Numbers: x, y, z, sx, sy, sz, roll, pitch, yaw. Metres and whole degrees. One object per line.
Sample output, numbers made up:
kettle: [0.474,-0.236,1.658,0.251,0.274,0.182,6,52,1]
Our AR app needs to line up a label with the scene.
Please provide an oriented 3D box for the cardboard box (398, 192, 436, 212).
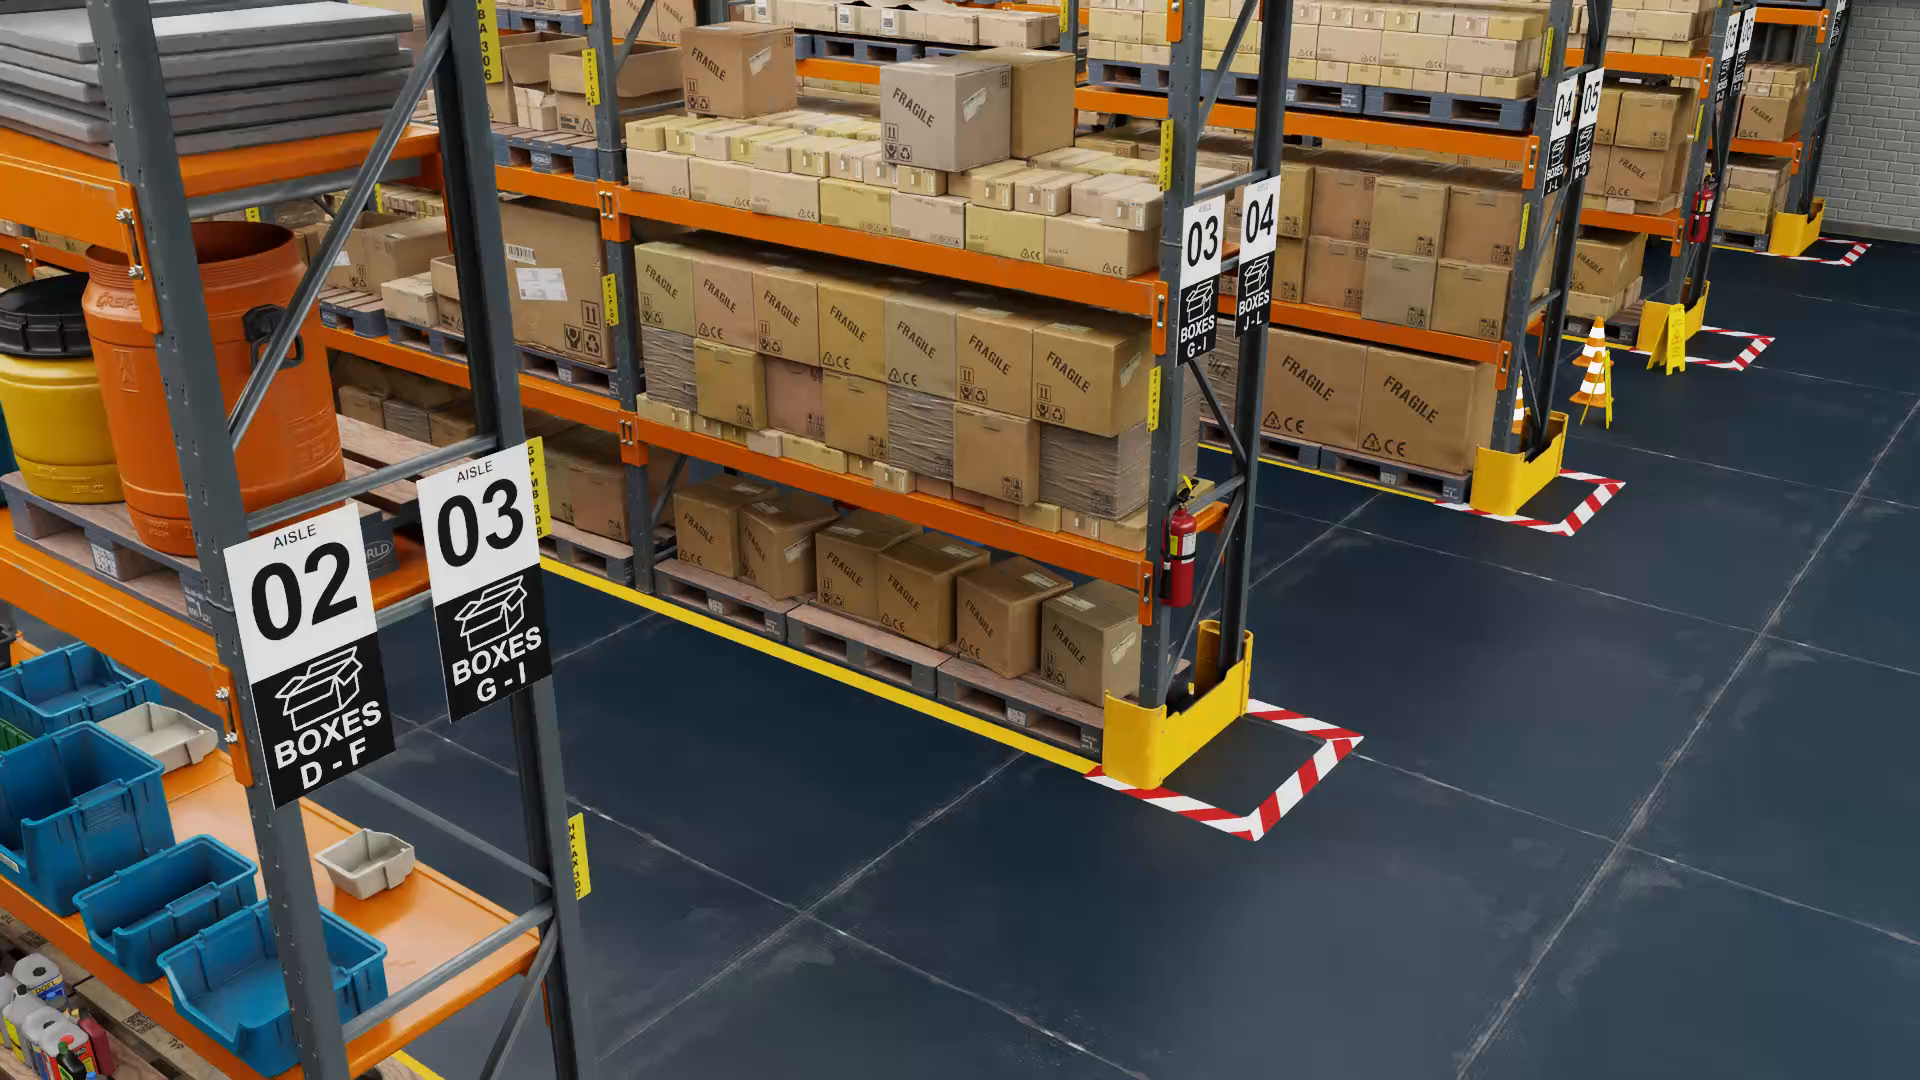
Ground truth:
cardboard box: [-6.536,-4.070,20.045,0.250,0.149,0.380,15,28,31]

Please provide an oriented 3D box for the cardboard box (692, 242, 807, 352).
cardboard box: [-1.276,-1.496,10.192,0.500,0.500,0.500,17,29,33]

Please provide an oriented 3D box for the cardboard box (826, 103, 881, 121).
cardboard box: [-0.859,-3.857,15.920,0.500,0.500,0.700,16,29,33]

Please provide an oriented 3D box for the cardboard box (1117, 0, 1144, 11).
cardboard box: [1.464,-4.345,13.349,0.250,0.149,0.380,17,29,33]

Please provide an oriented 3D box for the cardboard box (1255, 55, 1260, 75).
cardboard box: [2.476,-3.674,12.814,0.250,0.149,0.380,17,29,34]

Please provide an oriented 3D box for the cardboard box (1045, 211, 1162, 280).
cardboard box: [0.778,-1.539,8.489,0.500,0.250,0.500,18,29,34]

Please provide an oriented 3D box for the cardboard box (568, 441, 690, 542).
cardboard box: [-2.363,-0.381,11.948,0.500,0.500,0.700,14,28,29]

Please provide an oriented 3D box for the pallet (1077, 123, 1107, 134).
pallet: [1.493,-5.107,20.358,1.003,0.211,1.213,17,29,33]

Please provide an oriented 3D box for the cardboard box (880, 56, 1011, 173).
cardboard box: [-0.075,-2.277,8.864,0.500,0.500,0.500,17,29,33]

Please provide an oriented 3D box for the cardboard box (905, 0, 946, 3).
cardboard box: [-0.470,-5.037,15.473,0.500,0.500,0.500,17,29,33]

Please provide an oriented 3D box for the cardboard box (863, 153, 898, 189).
cardboard box: [-0.321,-2.052,9.157,0.250,0.149,0.380,15,28,31]

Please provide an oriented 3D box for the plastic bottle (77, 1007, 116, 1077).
plastic bottle: [-3.508,2.032,6.740,0.133,0.283,0.061,17,29,33]

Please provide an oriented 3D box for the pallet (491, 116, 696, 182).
pallet: [-2.314,-2.638,11.030,1.003,0.211,1.213,17,29,33]

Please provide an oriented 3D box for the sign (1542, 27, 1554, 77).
sign: [4.036,-3.346,11.404,0.005,0.325,0.100,17,29,33]

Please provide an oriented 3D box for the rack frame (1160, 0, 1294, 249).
rack frame: [1.317,-2.946,7.775,0.127,3.000,1.000,17,29,33]

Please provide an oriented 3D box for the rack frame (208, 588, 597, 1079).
rack frame: [-1.654,1.398,5.358,0.127,3.000,1.000,17,29,33]

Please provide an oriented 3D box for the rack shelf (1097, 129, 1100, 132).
rack shelf: [2.459,-4.519,19.679,4.000,0.370,1.077,17,29,33]

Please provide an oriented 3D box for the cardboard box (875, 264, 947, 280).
cardboard box: [-0.161,-1.423,10.027,0.500,0.500,0.500,17,29,33]

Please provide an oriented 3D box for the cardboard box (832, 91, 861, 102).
cardboard box: [-1.333,-5.786,21.847,0.500,0.250,0.500,17,29,33]

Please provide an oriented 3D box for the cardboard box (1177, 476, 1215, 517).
cardboard box: [1.232,-0.231,9.366,0.250,0.149,0.380,17,29,33]

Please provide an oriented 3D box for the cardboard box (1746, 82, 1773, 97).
cardboard box: [9.566,-5.388,19.831,0.250,0.149,0.380,17,29,34]

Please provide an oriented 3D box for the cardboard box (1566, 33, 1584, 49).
cardboard box: [6.005,-4.904,16.251,0.250,0.149,0.380,17,29,33]

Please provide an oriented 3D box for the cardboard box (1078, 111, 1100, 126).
cardboard box: [1.612,-5.038,19.754,0.250,0.149,0.380,17,29,34]

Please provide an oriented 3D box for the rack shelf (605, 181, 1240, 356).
rack shelf: [-0.284,-1.728,9.623,4.000,0.370,1.077,17,29,33]

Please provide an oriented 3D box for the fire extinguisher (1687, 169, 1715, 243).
fire extinguisher: [7.075,-3.186,15.857,0.183,0.674,0.296,17,29,33]

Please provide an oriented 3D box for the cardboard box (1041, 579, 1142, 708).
cardboard box: [0.827,0.595,9.759,0.500,0.500,0.500,-20,31,-38]

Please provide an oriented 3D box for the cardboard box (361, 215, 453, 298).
cardboard box: [-4.122,-2.152,12.770,0.700,0.500,0.500,-22,32,-40]

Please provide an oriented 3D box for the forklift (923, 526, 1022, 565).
forklift: [0.460,-1.594,12.232,1.130,2.935,3.031,14,28,29]

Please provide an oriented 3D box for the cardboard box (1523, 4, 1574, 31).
cardboard box: [4.296,-3.820,12.158,0.250,0.149,0.380,17,29,34]

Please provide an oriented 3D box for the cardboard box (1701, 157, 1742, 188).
cardboard box: [9.266,-4.524,20.447,0.500,0.250,0.500,17,29,34]

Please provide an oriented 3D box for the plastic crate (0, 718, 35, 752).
plastic crate: [-3.938,0.947,6.644,0.662,0.188,0.450,17,29,33]

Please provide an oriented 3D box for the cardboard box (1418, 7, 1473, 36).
cardboard box: [3.495,-3.732,11.957,0.250,0.149,0.380,17,29,34]

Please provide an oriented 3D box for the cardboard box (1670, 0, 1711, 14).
cardboard box: [6.812,-5.007,15.496,0.250,0.149,0.380,17,29,34]

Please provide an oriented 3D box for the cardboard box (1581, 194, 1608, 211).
cardboard box: [6.371,-3.399,16.555,0.250,0.149,0.380,16,29,32]

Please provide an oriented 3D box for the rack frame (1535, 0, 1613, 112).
rack frame: [4.372,-4.522,11.352,0.127,3.000,1.000,17,29,33]

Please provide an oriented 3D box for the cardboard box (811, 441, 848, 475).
cardboard box: [-0.684,-0.545,10.079,0.250,0.149,0.380,17,29,33]

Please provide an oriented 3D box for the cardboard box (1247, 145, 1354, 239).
cardboard box: [2.734,-2.810,13.382,0.500,0.550,0.875,17,29,33]

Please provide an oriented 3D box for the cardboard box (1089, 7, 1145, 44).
cardboard box: [1.395,-4.213,13.544,0.500,0.250,0.500,17,29,34]

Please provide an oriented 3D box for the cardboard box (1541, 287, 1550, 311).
cardboard box: [6.042,-2.568,17.248,0.500,0.250,0.500,17,29,33]

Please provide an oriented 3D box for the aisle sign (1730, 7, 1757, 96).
aisle sign: [7.496,-4.672,15.910,0.004,0.787,0.394,17,29,33]

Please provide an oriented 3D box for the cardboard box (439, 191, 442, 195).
cardboard box: [-6.175,-4.263,20.481,0.250,0.149,0.380,18,29,34]

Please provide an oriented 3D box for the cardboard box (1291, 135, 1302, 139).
cardboard box: [3.807,-4.678,18.937,0.250,0.149,0.380,17,29,34]

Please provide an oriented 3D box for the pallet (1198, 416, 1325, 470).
pallet: [2.713,-0.963,14.175,1.213,0.211,1.003,17,29,33]

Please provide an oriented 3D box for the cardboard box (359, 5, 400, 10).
cardboard box: [-4.553,-3.747,12.571,0.500,0.500,0.500,18,29,35]

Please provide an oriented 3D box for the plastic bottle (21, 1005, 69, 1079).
plastic bottle: [-3.683,2.037,6.740,0.135,0.276,0.152,16,28,32]

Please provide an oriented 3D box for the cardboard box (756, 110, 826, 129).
cardboard box: [-1.039,-2.542,10.270,0.250,0.149,0.380,15,28,31]

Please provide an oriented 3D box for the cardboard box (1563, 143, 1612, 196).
cardboard box: [6.263,-3.745,16.536,0.500,0.500,0.500,17,29,33]

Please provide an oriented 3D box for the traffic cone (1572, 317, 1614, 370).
traffic cone: [6.142,-1.925,16.044,0.334,0.463,0.336,17,29,33]

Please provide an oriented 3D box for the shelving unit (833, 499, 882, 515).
shelving unit: [-0.604,-0.287,11.403,0.503,1.200,0.258,16,31,33]

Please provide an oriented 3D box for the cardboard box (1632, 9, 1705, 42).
cardboard box: [6.689,-4.875,15.690,0.500,0.250,0.500,16,29,33]

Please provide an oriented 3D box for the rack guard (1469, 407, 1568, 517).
rack guard: [4.391,-0.627,13.052,0.348,0.500,1.175,17,29,33]

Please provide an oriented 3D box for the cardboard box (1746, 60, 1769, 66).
cardboard box: [9.684,-5.762,20.311,0.250,0.149,0.380,17,29,34]

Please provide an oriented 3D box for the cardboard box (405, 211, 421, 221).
cardboard box: [-6.479,-3.944,20.126,0.250,0.149,0.380,18,29,35]

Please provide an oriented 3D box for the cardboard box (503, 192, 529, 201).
cardboard box: [-4.797,-3.806,18.816,0.500,0.250,0.500,15,28,31]

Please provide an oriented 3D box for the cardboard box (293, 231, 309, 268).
cardboard box: [-5.628,-2.220,13.445,0.500,0.500,0.500,18,29,35]
